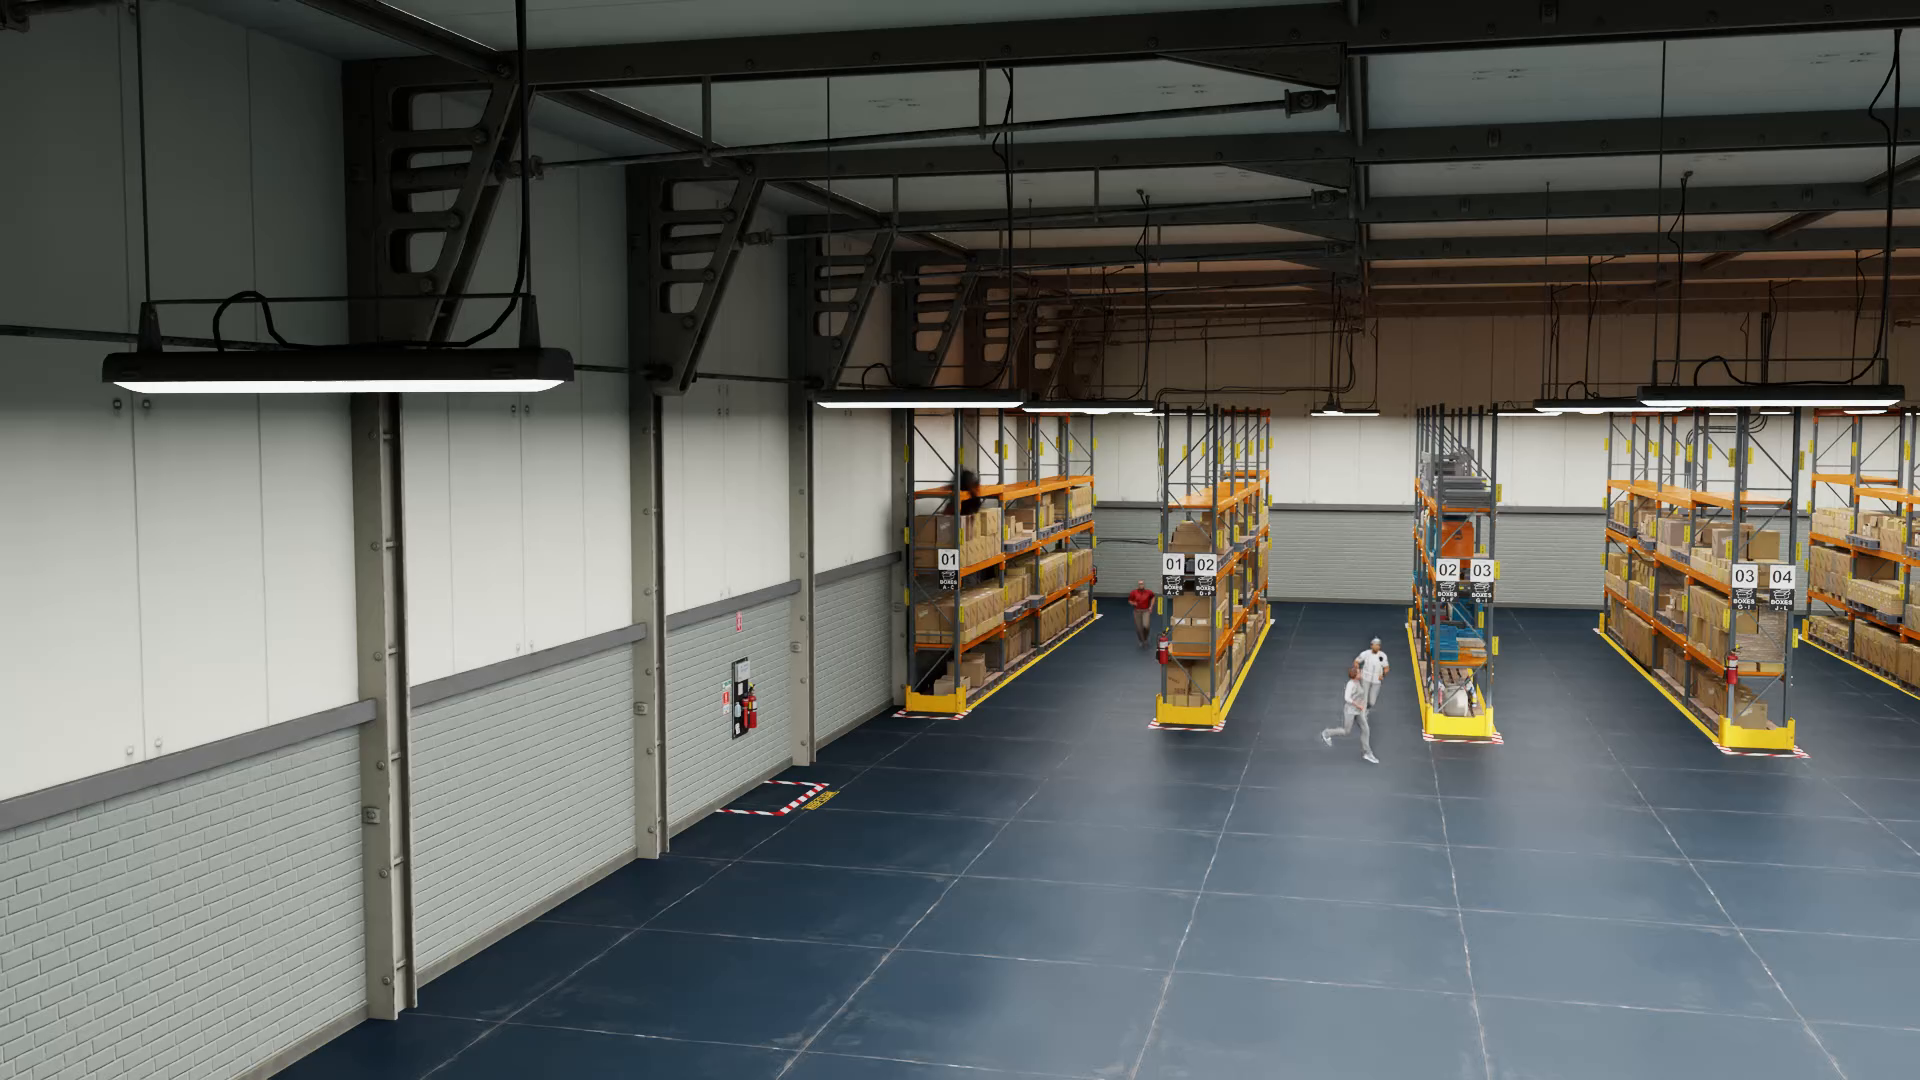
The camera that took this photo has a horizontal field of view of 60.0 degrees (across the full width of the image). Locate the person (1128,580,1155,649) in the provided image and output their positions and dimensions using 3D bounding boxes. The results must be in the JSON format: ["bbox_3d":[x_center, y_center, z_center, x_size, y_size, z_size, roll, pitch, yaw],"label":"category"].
[{"bbox_3d":[4.524,1.859,41.458,0.650,1.720,0.738,1,4,10],"label":"person"}]

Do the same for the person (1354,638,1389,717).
[{"bbox_3d":[7.728,2.656,31.249,0.646,1.637,0.743,1,4,7],"label":"person"}]

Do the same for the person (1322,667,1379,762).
[{"bbox_3d":[6.575,2.916,27.982,0.990,1.585,0.516,3,5,39],"label":"person"}]
